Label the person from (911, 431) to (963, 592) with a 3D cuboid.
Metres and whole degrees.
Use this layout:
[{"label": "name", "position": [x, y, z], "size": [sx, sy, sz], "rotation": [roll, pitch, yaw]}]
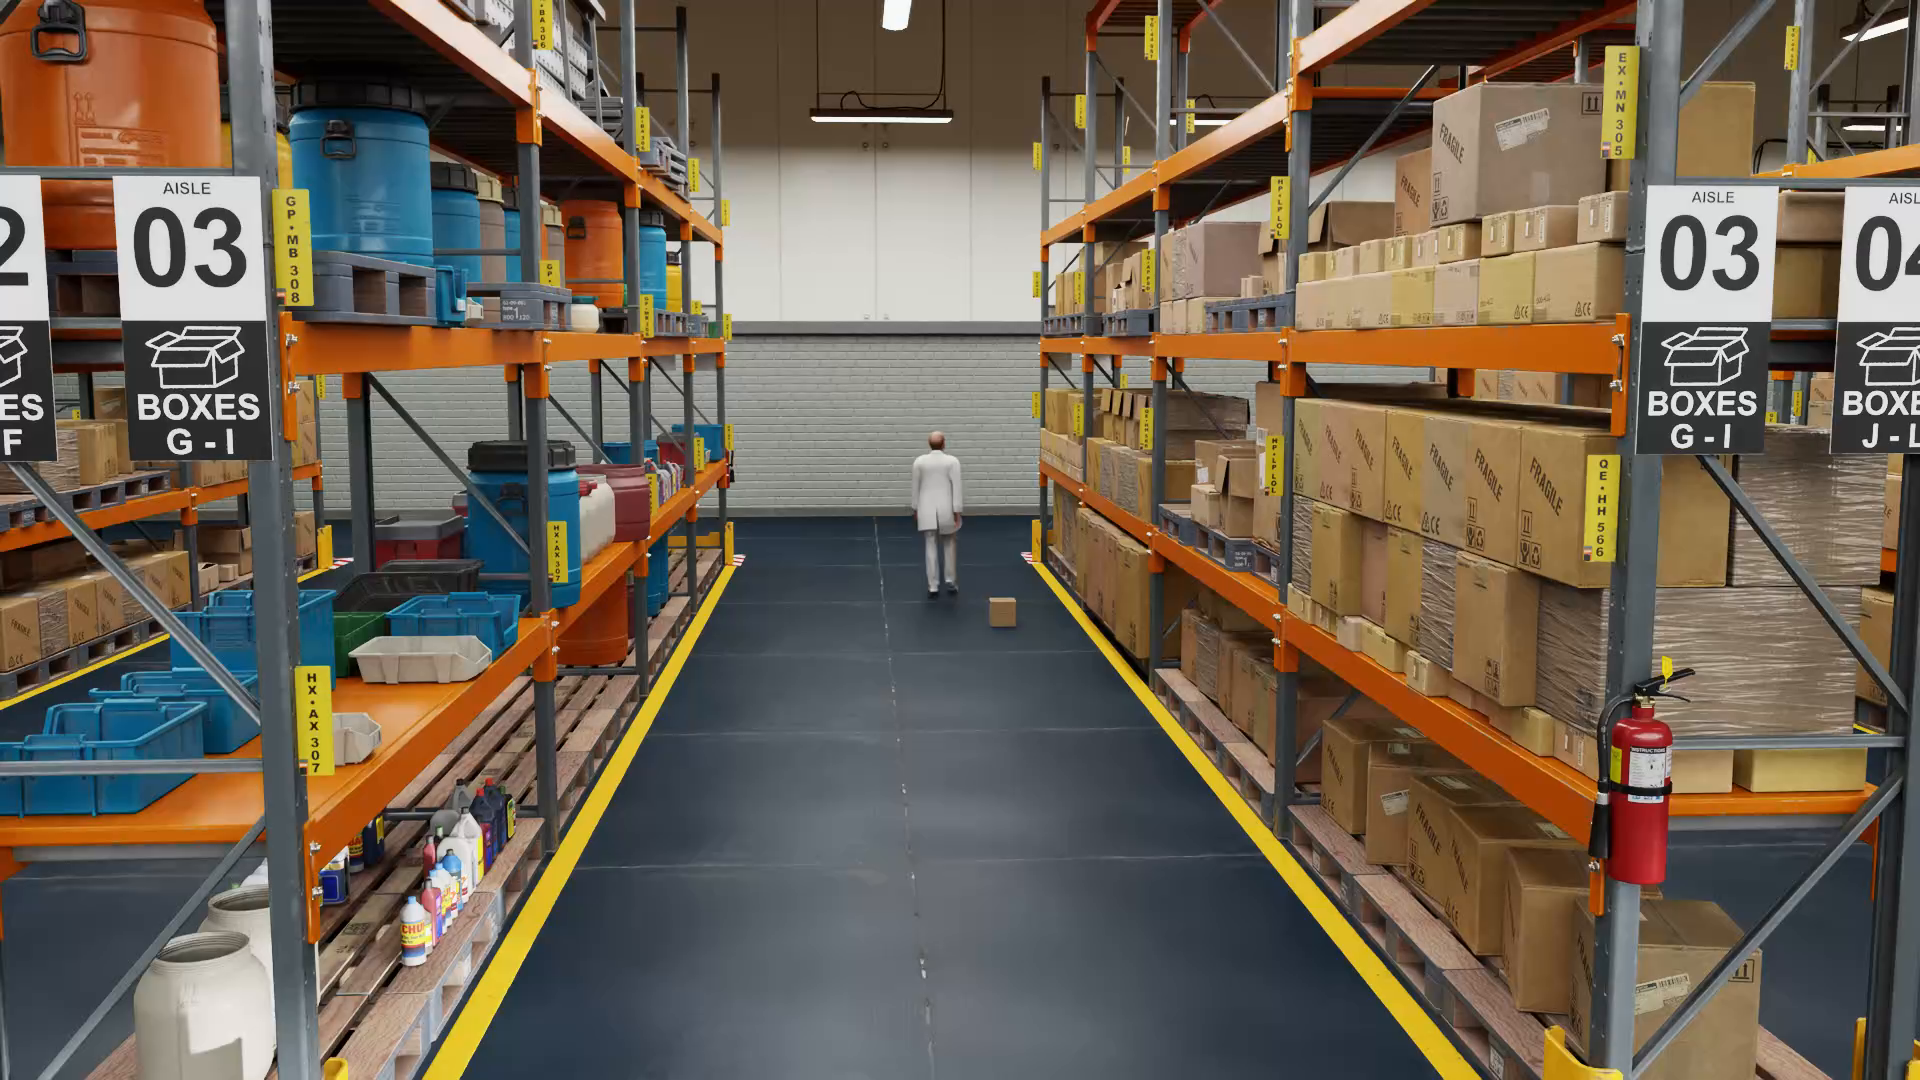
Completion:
[{"label": "person", "position": [-0.250, -0.296, 18.404], "size": [0.584, 1.832, 0.673], "rotation": [0, 7, 1]}]
